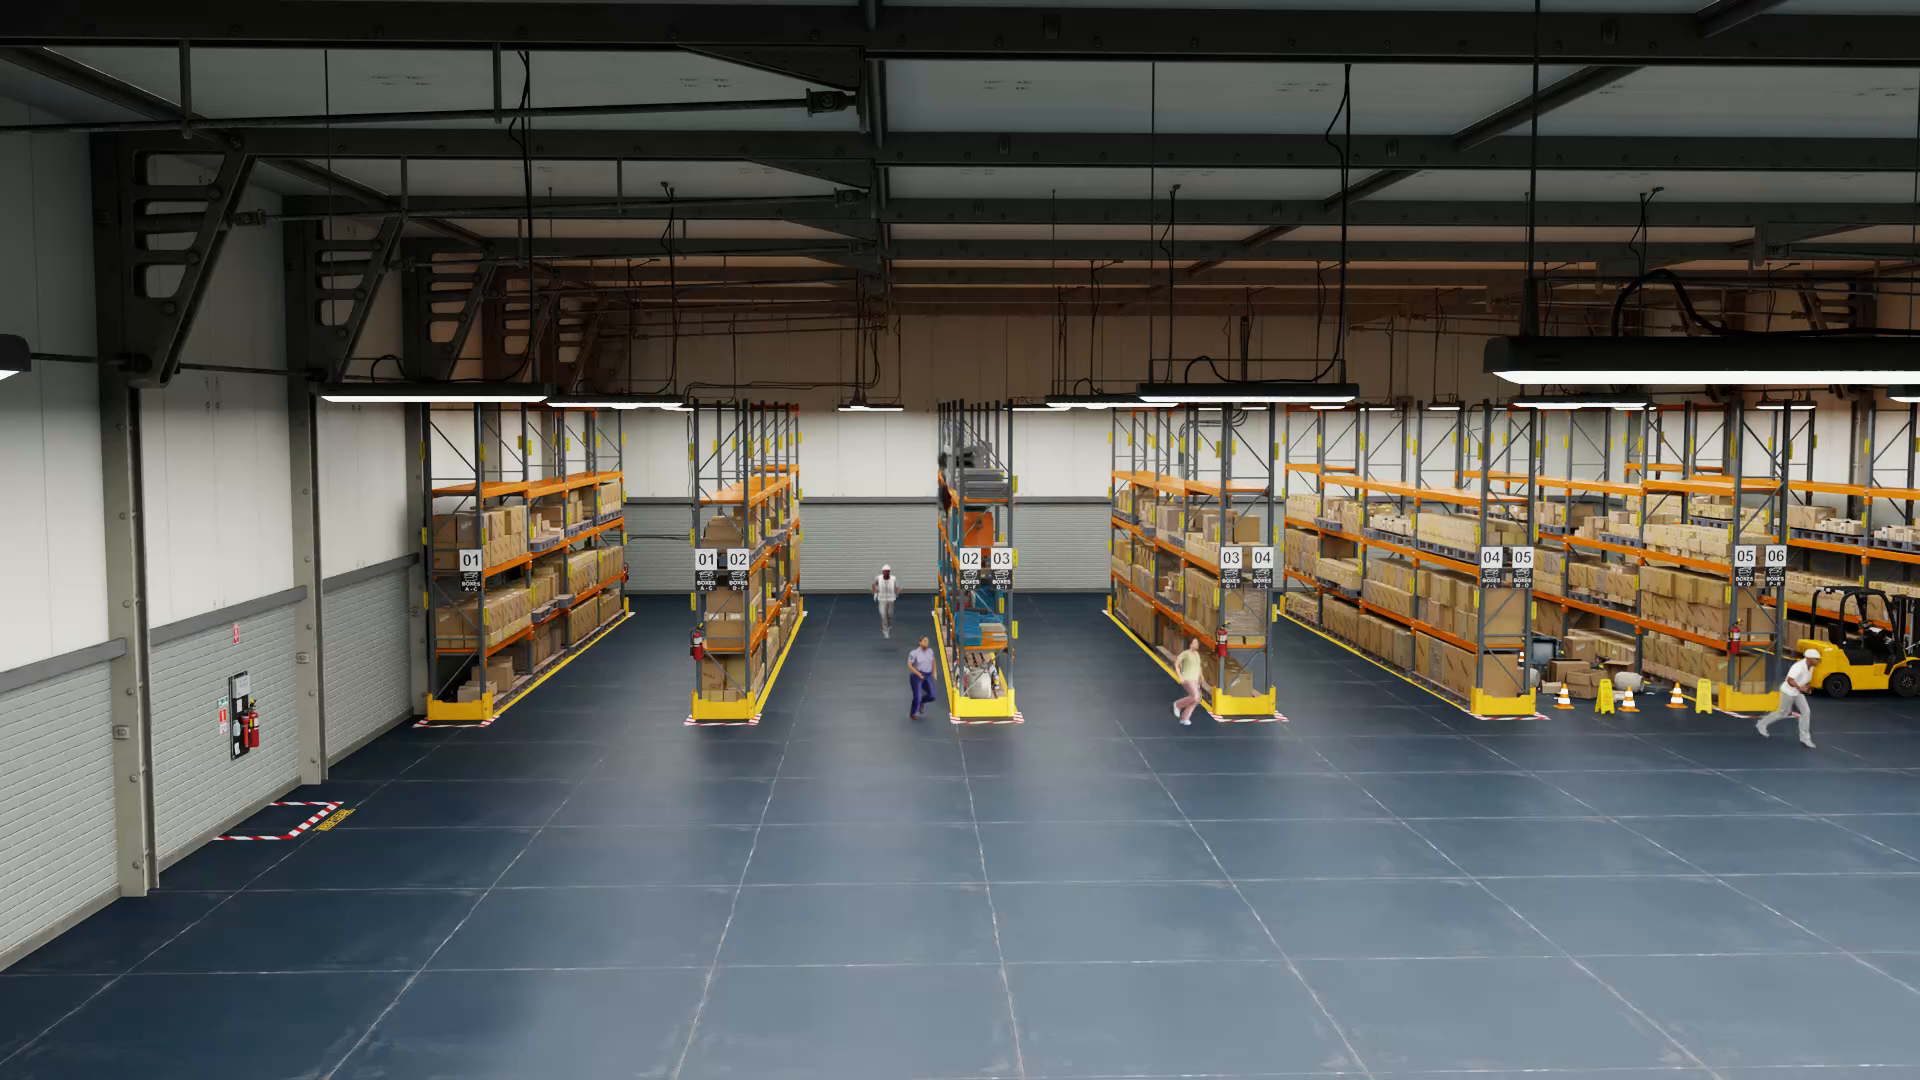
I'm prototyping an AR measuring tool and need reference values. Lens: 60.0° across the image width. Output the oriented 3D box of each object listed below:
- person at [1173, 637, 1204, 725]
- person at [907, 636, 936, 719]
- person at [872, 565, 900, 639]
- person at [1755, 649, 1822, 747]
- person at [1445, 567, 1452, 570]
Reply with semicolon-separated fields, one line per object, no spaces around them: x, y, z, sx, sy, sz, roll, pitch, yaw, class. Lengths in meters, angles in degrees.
4.292;2.588;30.748;0.613;1.594;0.531;-4;6;-40;person
-0.682;2.565;31.072;0.656;1.562;0.528;-3;5;-31;person
-1.808;1.491;40.678;0.660;1.775;0.831;-1;4;-8;person
14.402;2.708;28.898;1.057;1.714;0.743;4;6;44;person
14.696;1.102;49.343;0.728;1.800;0.671;-1;4;-11;person
